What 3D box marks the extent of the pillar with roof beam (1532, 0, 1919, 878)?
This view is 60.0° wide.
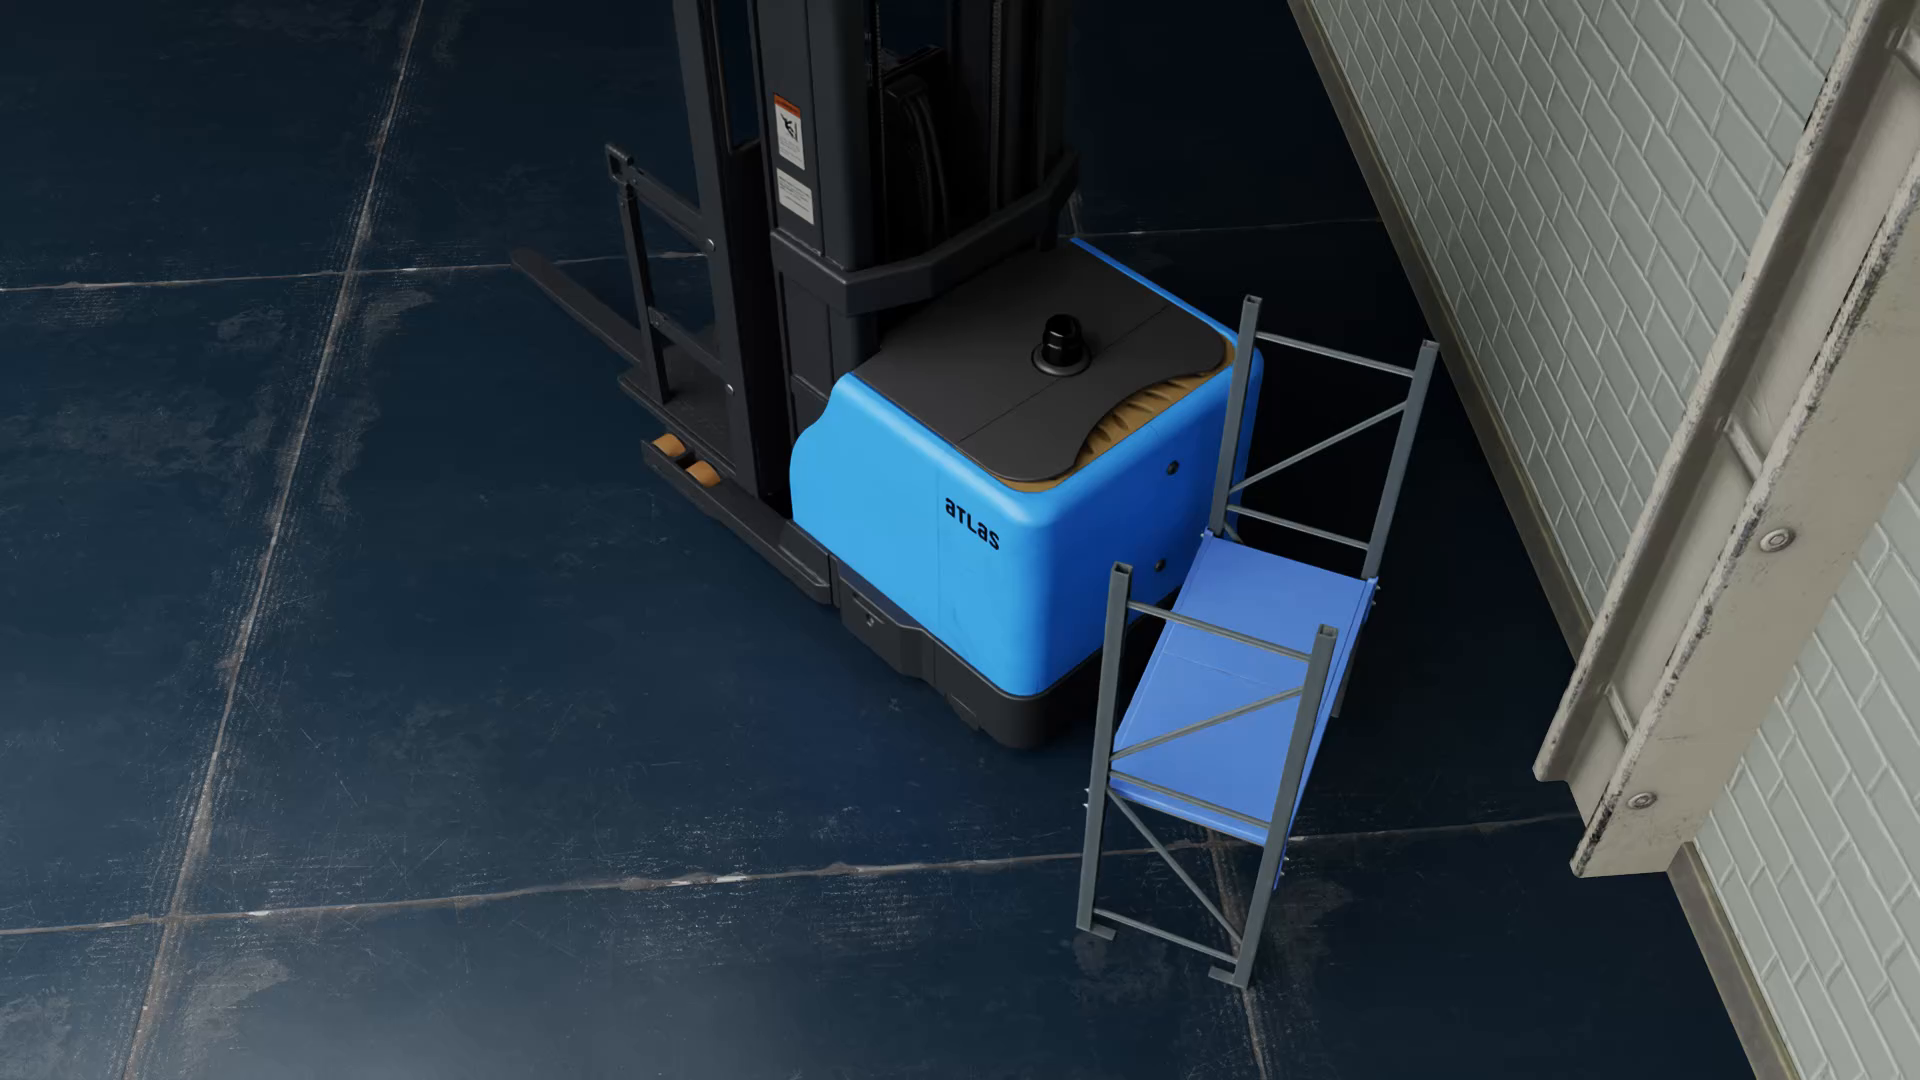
[{"bbox_3d":[-2.368,-2.007,1.452,9.100,9.000,0.400,-3,47,-3],"label":"pillar with roof beam"}]

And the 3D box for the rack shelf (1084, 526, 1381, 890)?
[{"bbox_3d":[0.764,0.427,4.561,0.538,0.185,1.000,17,49,16],"label":"rack shelf"}]

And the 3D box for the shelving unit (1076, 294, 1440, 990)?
[{"bbox_3d":[0.764,0.303,4.430,0.538,1.500,1.048,17,49,16],"label":"shelving unit"}]

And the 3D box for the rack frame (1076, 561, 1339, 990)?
[{"bbox_3d":[0.564,0.643,4.108,0.500,1.500,0.032,17,49,16],"label":"rack frame"}]

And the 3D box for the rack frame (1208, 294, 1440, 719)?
[{"bbox_3d":[0.963,-0.036,4.752,0.500,1.500,0.032,17,49,16],"label":"rack frame"}]

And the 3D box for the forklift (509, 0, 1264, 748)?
[{"bbox_3d":[-0.482,-1.351,5.010,1.130,2.935,3.031,-35,56,-28],"label":"forklift"}]
